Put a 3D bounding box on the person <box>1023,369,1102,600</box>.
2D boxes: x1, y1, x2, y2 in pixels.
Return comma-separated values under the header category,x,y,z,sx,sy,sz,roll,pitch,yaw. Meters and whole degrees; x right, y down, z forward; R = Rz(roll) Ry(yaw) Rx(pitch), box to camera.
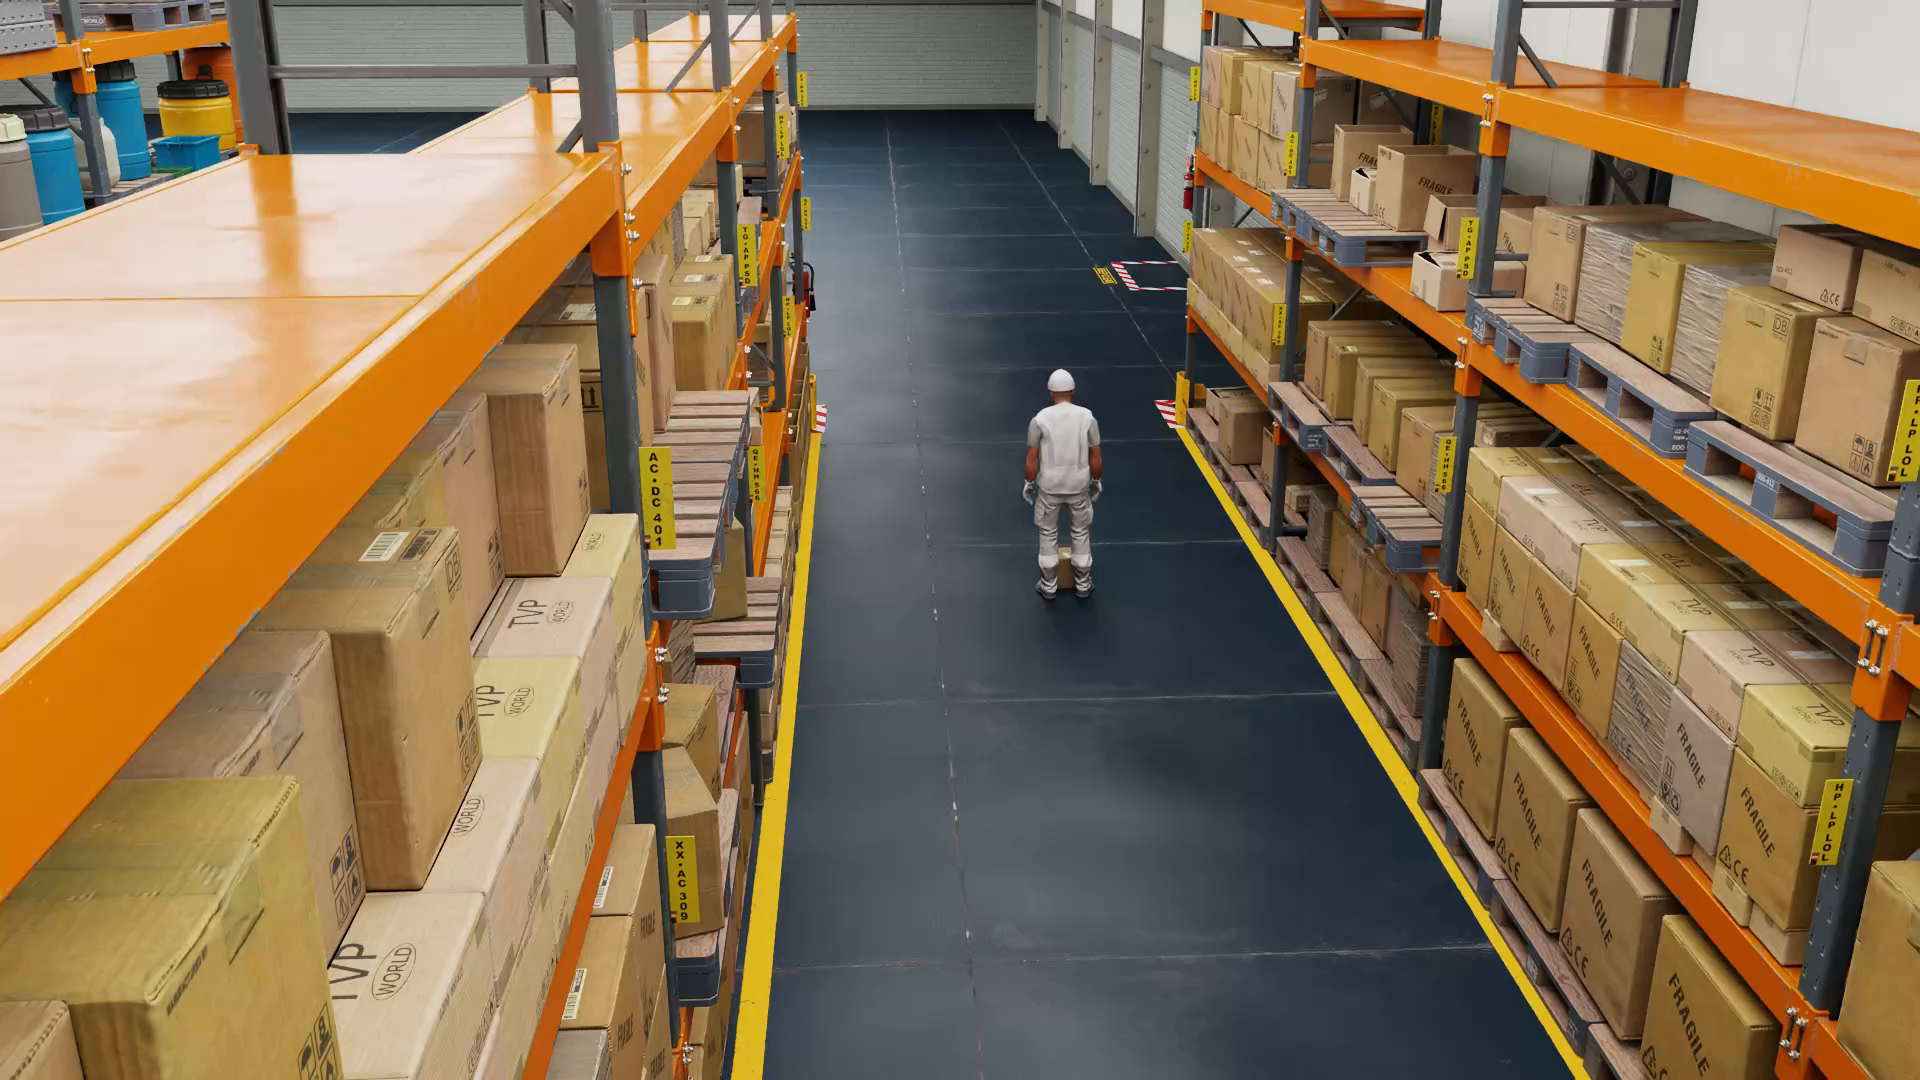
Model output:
category,x,y,z,sx,sy,sz,roll,pitch,yaw
person,0.787,-0.417,12.687,0.609,1.779,0.454,-1,20,-3
